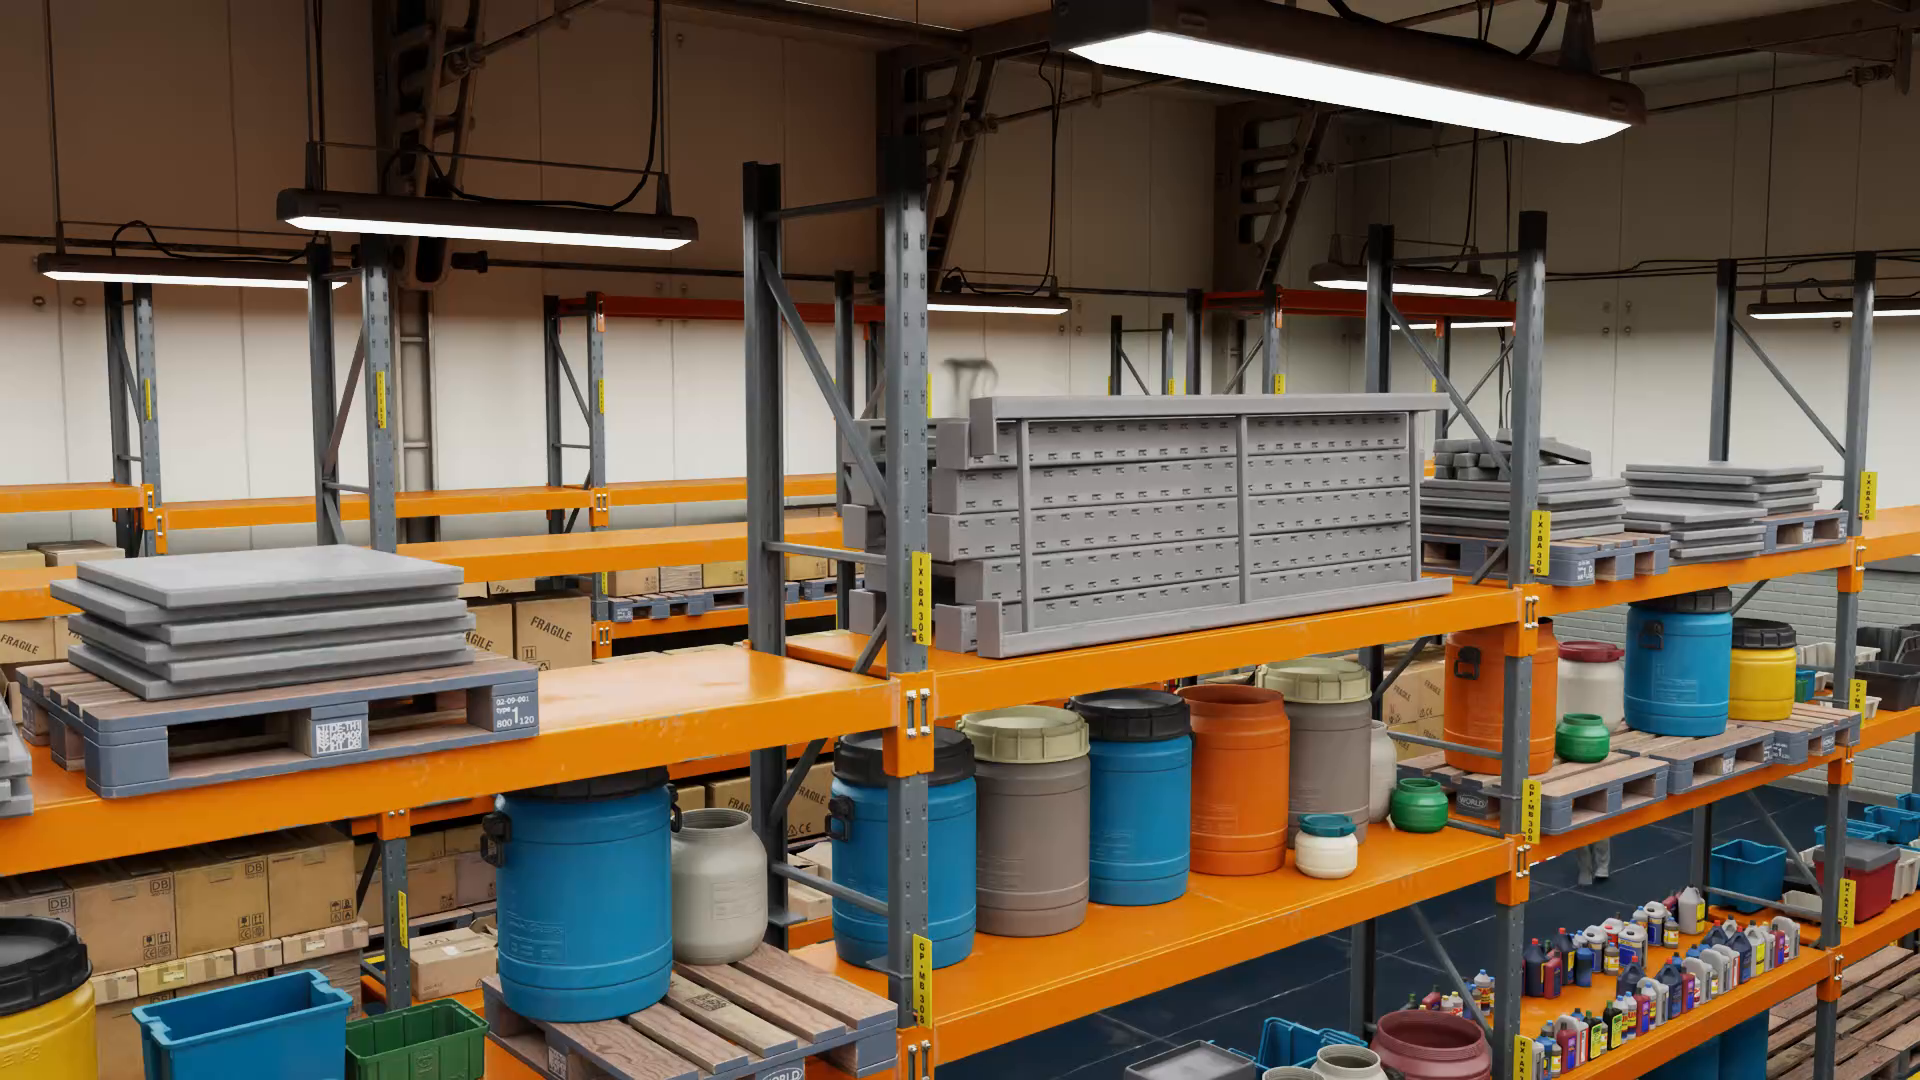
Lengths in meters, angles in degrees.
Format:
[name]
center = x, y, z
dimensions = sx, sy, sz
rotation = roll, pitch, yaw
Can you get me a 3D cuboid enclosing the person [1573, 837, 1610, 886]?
[person]
center = 6.406, 2.667, 17.073
dimensions = 0.660, 1.822, 0.726
rotation = 3, 6, 27
